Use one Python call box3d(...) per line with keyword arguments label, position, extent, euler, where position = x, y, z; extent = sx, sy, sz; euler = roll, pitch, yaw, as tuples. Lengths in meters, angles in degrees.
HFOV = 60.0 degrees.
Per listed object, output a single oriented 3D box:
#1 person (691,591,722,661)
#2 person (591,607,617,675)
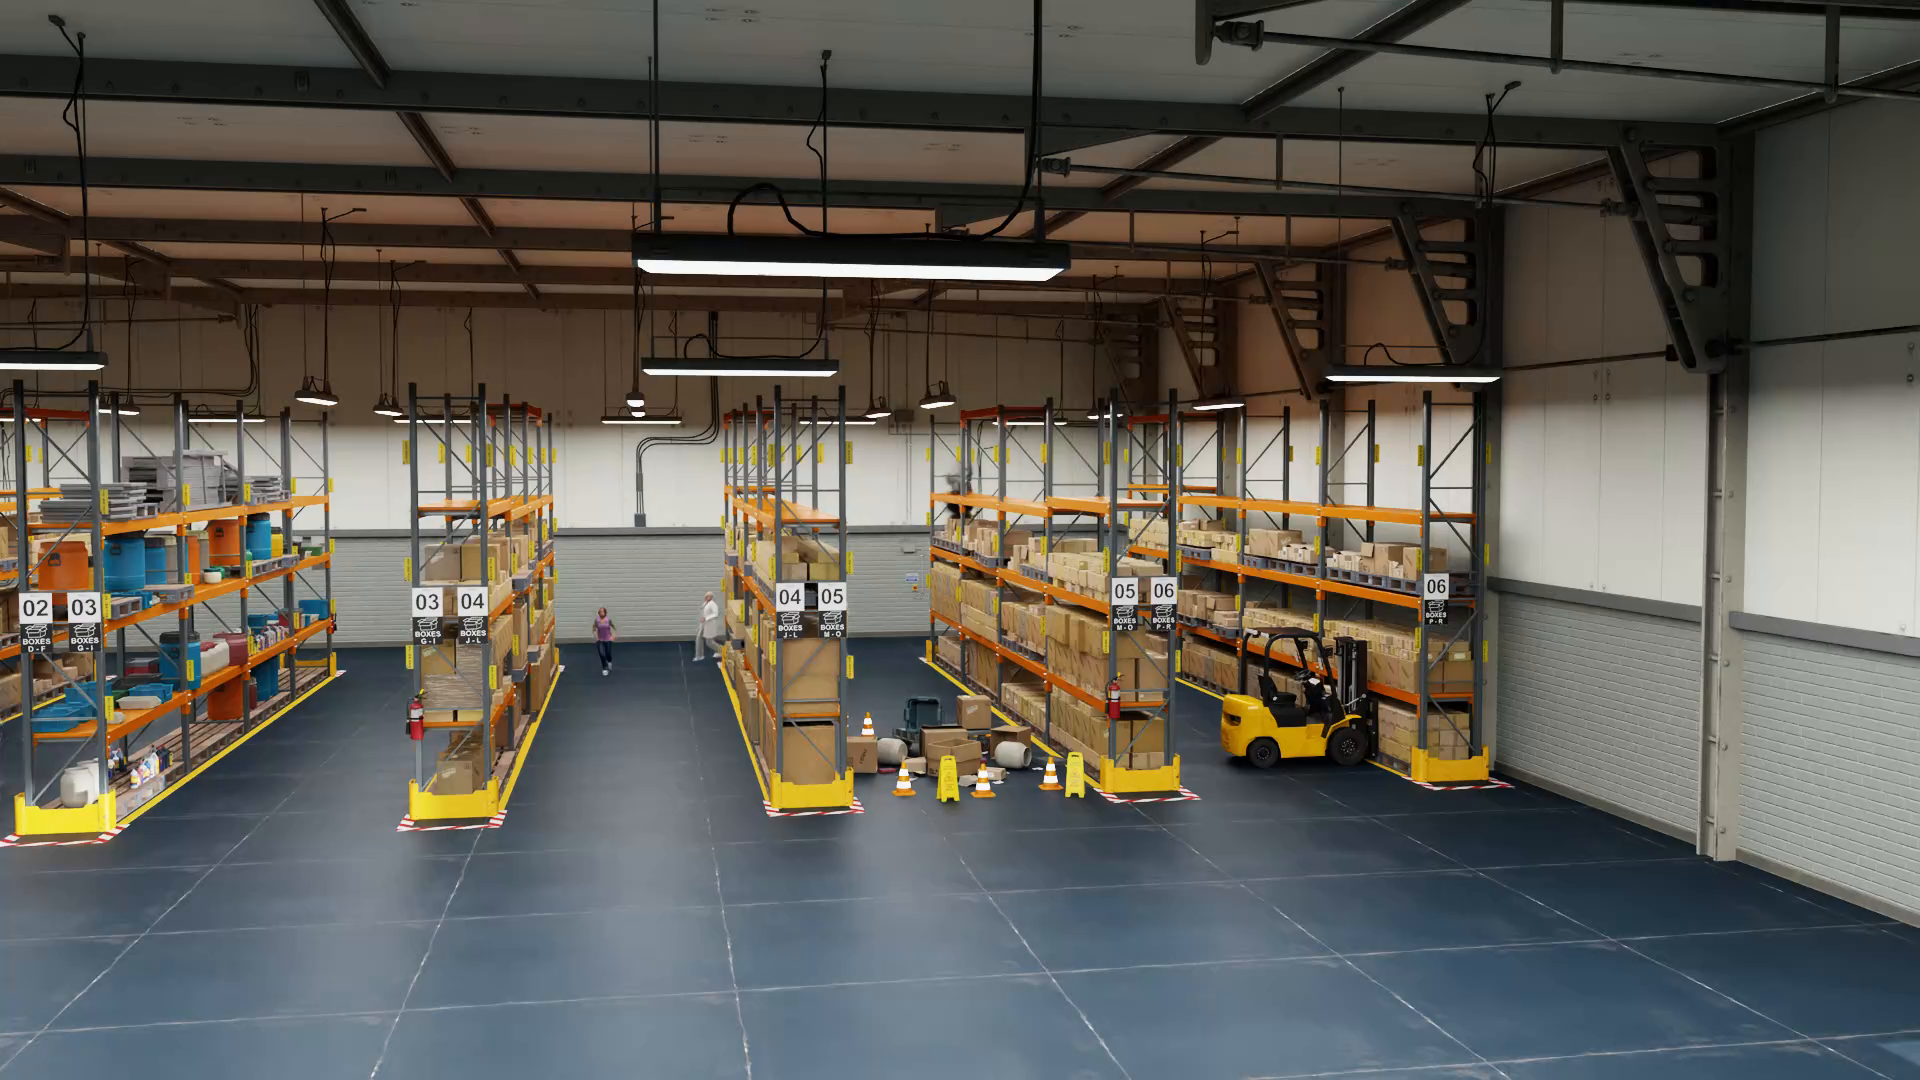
box3d(label="person", position=(-6.040, 2.124, 40.508), extent=(0.867, 1.769, 0.799), euler=(-2, 3, -31))
box3d(label="person", position=(-8.133, 2.306, 38.004), extent=(0.570, 1.550, 0.578), euler=(-1, 3, -10))
